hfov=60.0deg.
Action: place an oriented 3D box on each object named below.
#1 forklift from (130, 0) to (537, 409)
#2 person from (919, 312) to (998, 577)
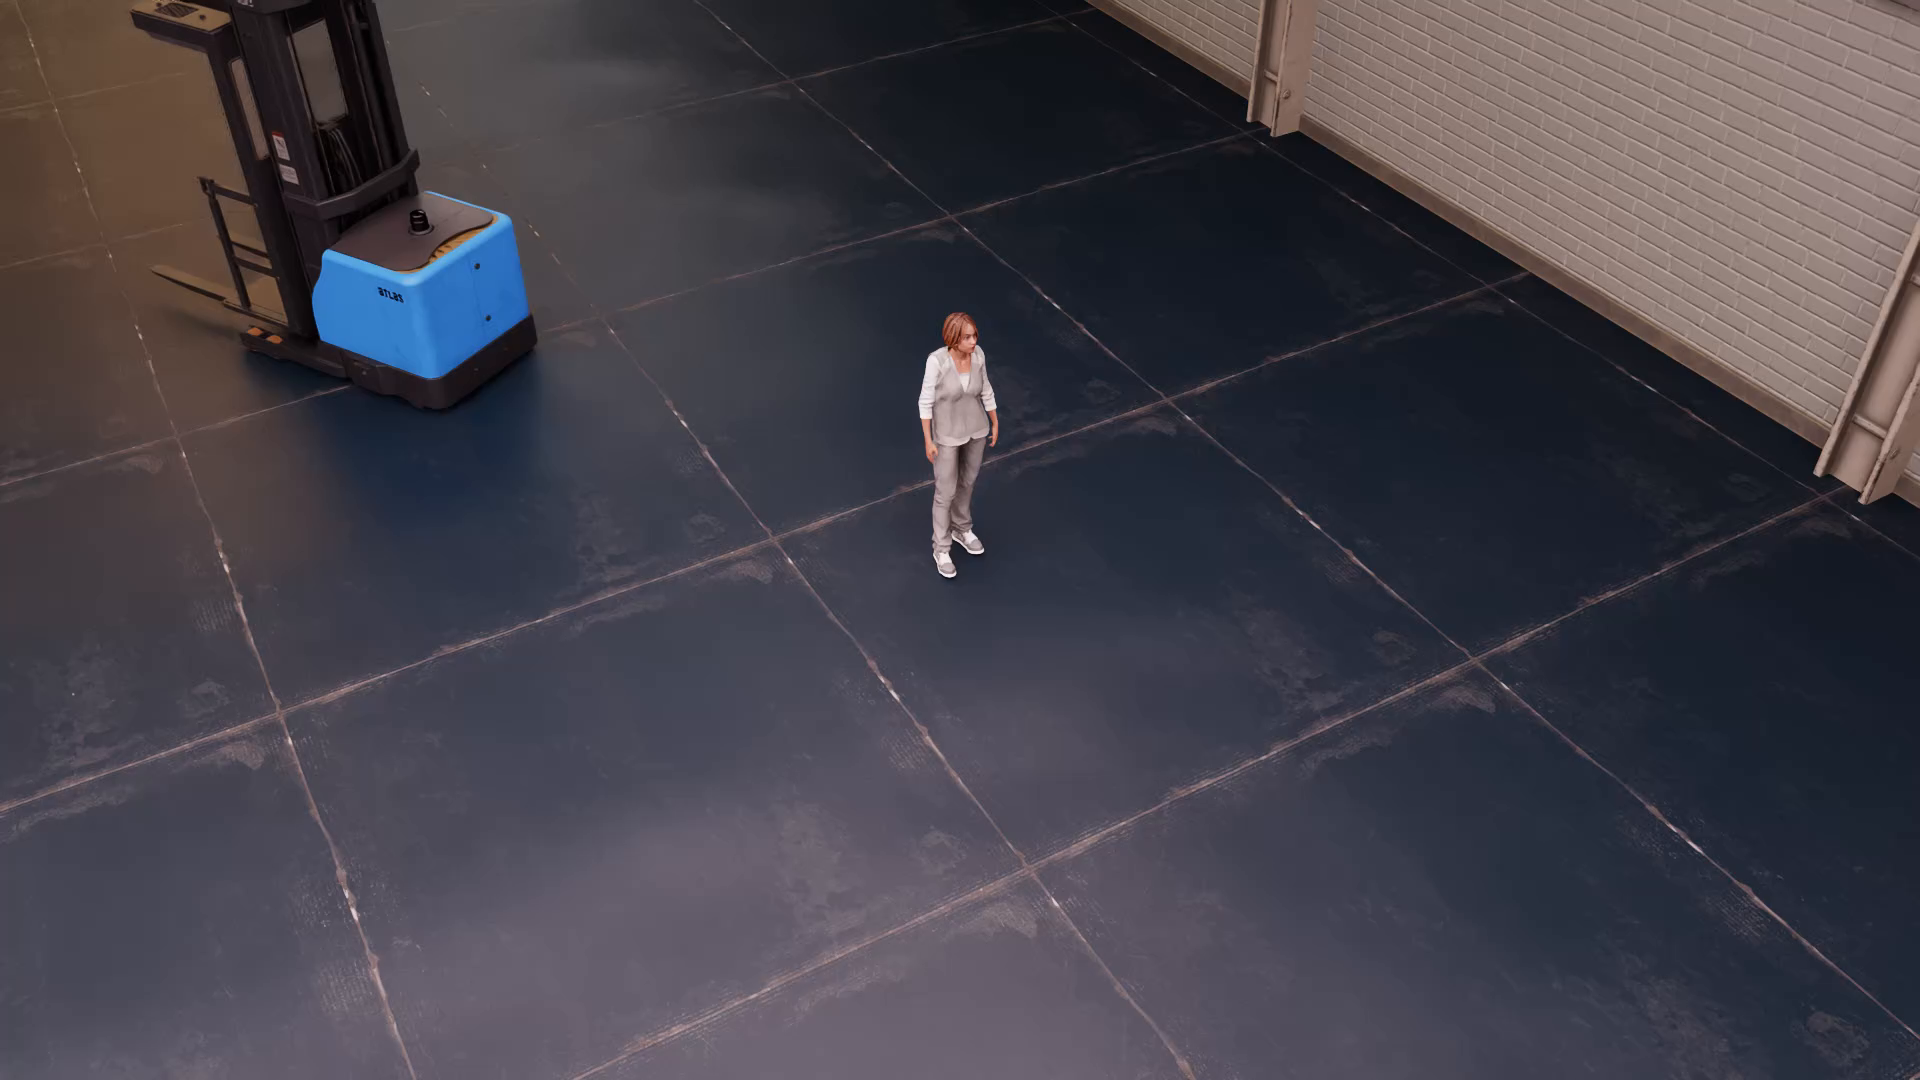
[{"bbox_3d":[-4.574,-2.699,11.290,3.031,2.935,1.130,20,44,22],"label":"forklift"},{"bbox_3d":[0.024,-0.575,9.763,0.520,1.597,0.475,-20,44,-23],"label":"person"}]
